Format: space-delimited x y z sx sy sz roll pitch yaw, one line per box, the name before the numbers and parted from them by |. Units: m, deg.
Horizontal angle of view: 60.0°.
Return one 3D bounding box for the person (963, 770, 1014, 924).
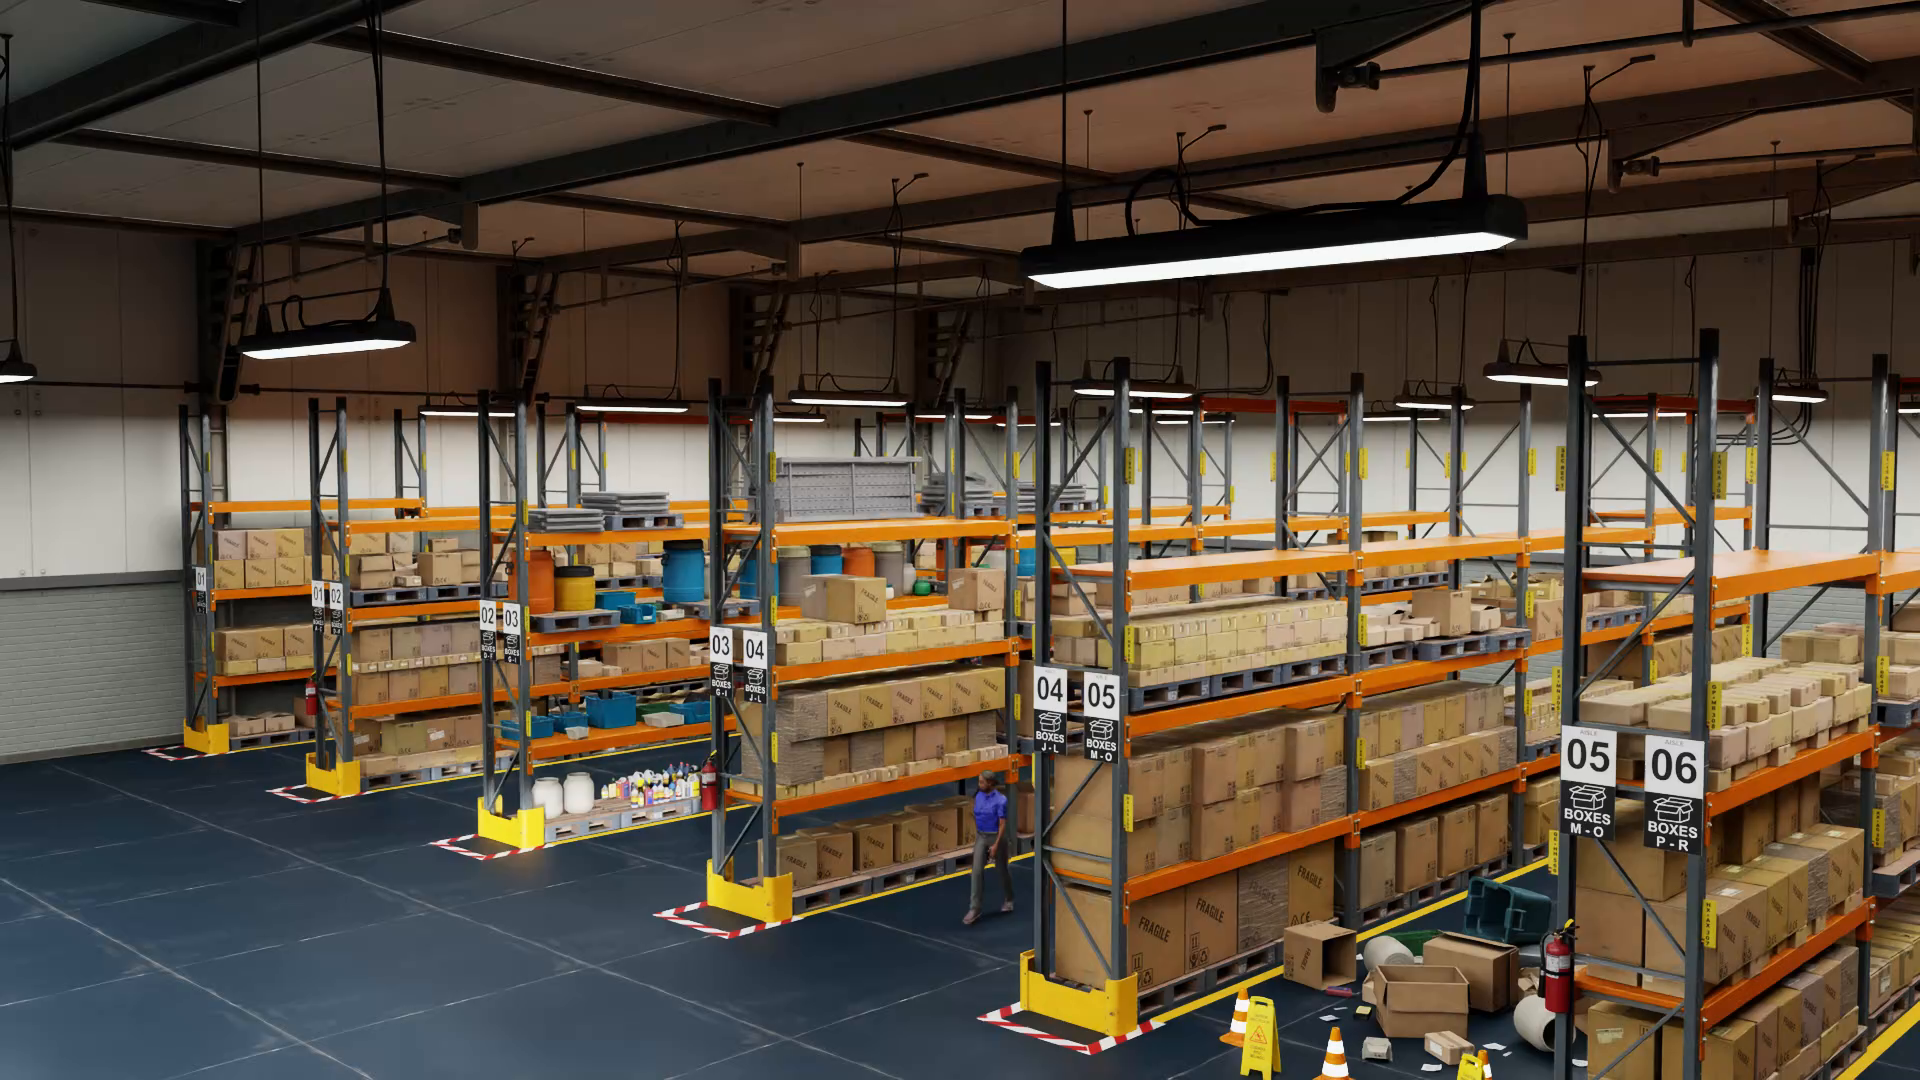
person | 0.313 3.366 18.450 0.474 1.608 0.891 2 4 31
